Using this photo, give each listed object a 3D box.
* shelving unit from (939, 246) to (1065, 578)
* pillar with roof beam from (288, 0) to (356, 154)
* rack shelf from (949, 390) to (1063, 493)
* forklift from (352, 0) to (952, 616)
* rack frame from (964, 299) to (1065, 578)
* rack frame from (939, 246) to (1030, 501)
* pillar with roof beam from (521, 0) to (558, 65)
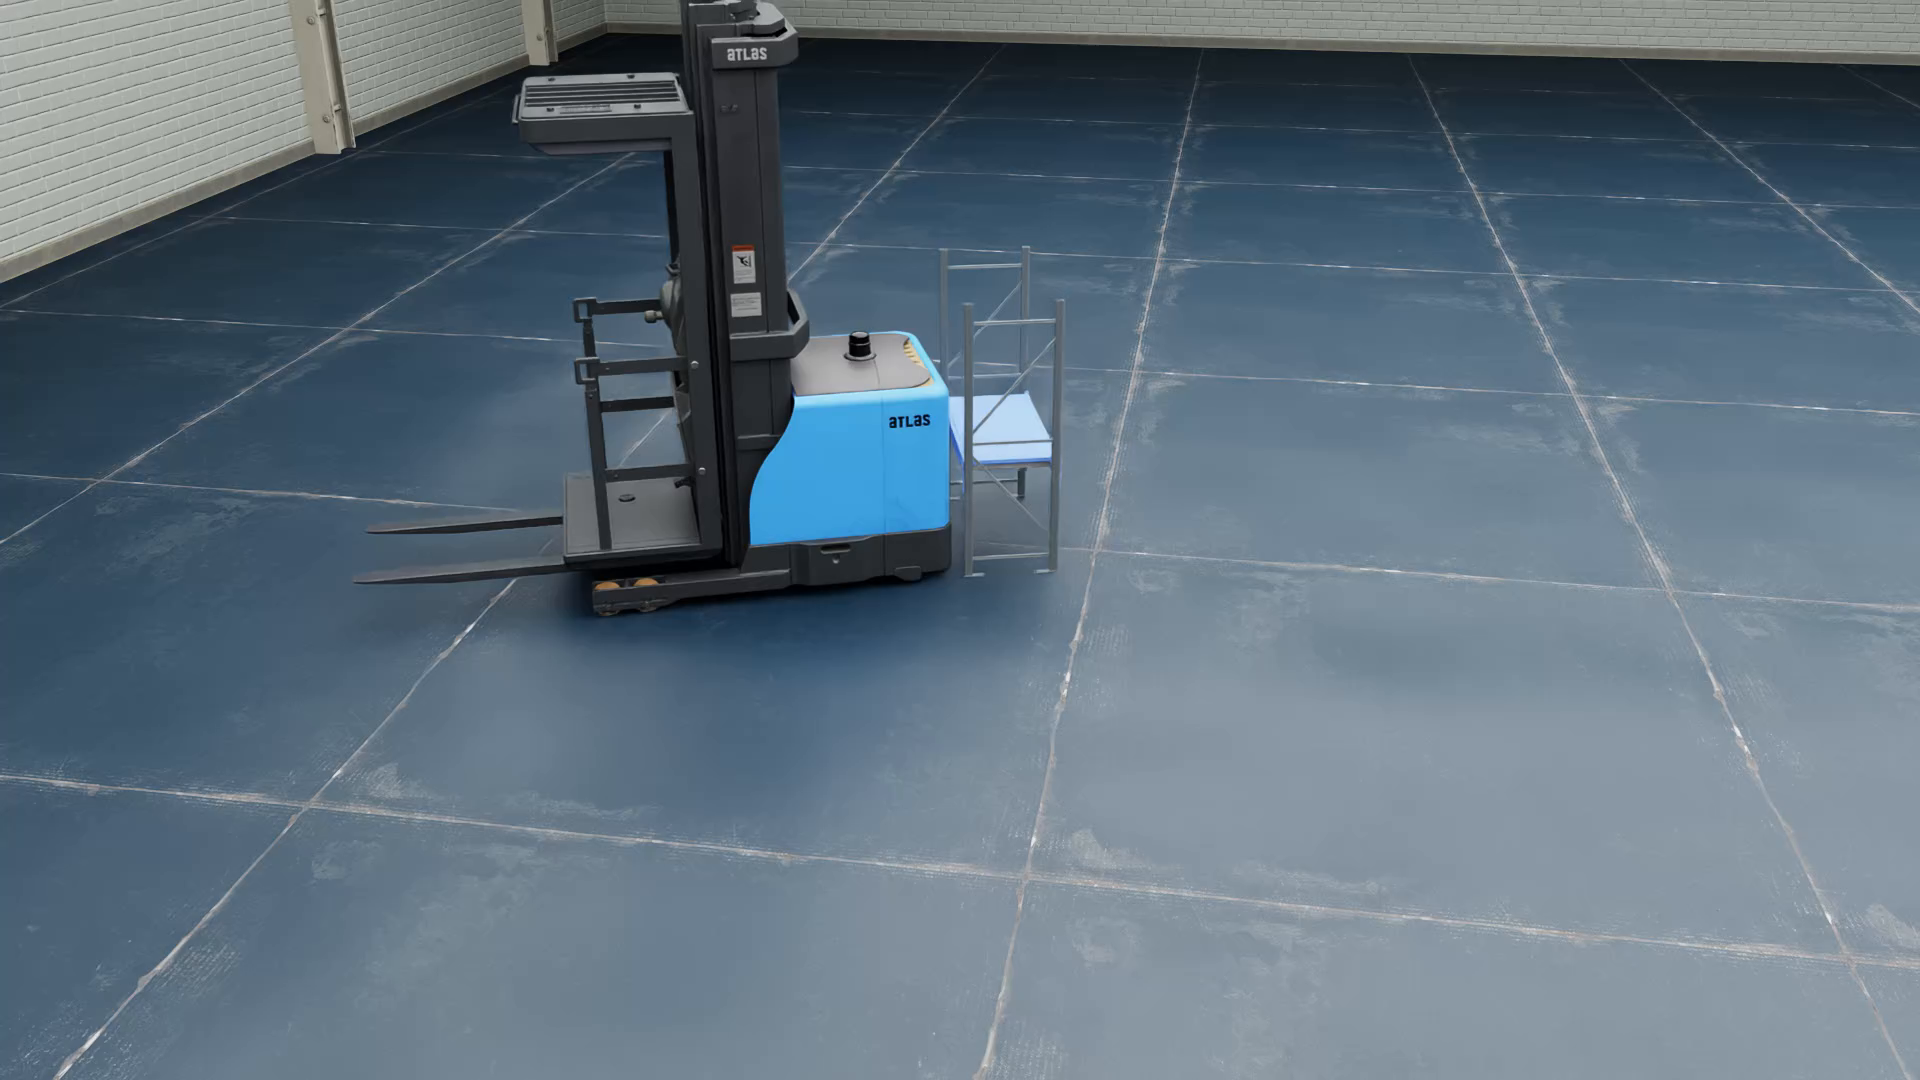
[{"bbox_3d":[0.203,-0.712,9.001,0.538,1.500,1.048,-3,25,-7],"label":"shelving unit"},{"bbox_3d":[-2.728,-8.129,16.003,9.100,9.000,0.400,4,25,9],"label":"pillar with roof beam"},{"bbox_3d":[0.203,-0.549,9.077,0.538,0.185,1.000,-3,25,-7],"label":"rack shelf"},{"bbox_3d":[-1.615,-1.190,8.335,3.031,2.935,1.130,-5,26,-11],"label":"forklift"},{"bbox_3d":[0.270,-0.498,8.545,0.500,1.500,0.032,-3,25,-7],"label":"rack frame"},{"bbox_3d":[0.135,-0.925,9.457,0.500,1.500,0.032,-3,25,-7],"label":"rack frame"},{"bbox_3d":[-1.747,-10.639,21.364,9.100,9.000,0.400,4,25,9],"label":"pillar with roof beam"}]
